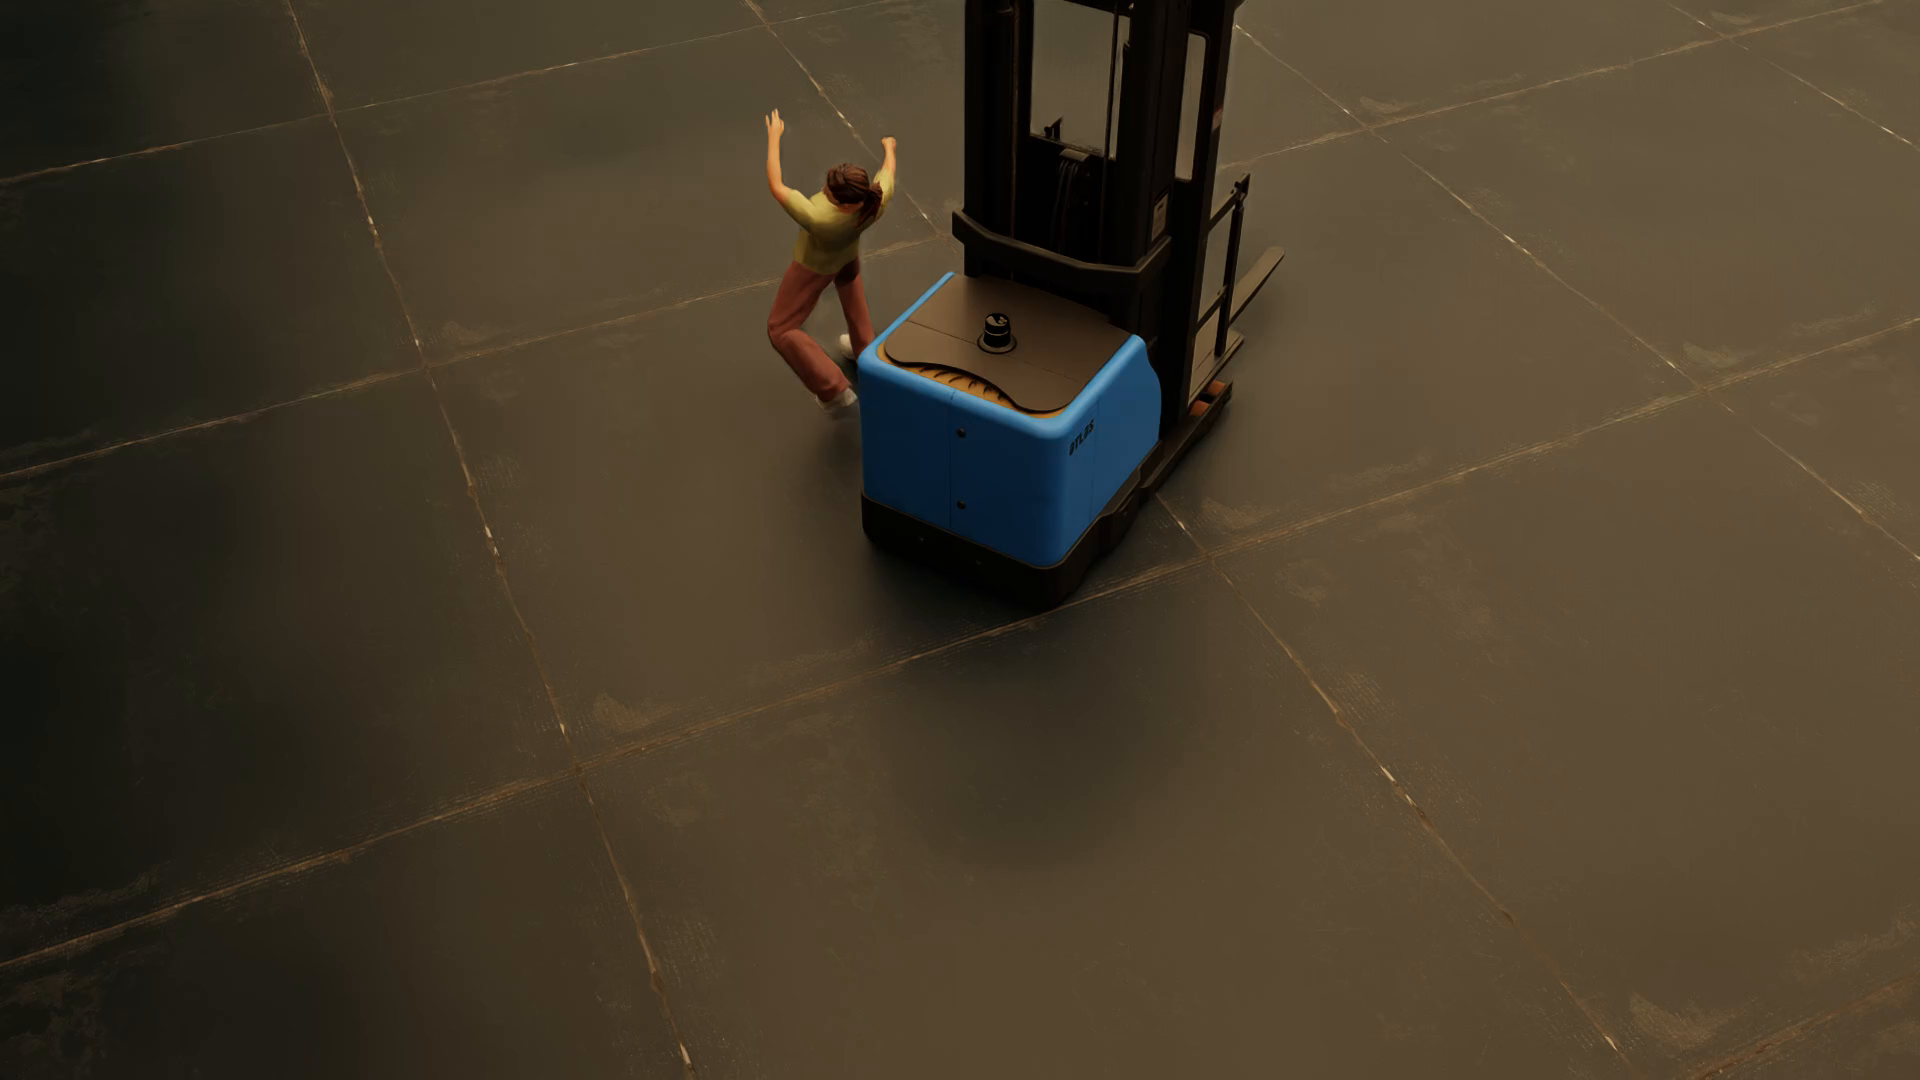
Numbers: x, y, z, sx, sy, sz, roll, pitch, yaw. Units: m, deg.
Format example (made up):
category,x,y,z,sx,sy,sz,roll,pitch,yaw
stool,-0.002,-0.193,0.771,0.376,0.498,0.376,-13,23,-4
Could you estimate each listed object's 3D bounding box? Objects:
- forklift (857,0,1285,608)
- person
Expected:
category,x,y,z,sx,sy,sz,roll,pitch,yaw
forklift,0.736,-1.759,7.565,1.130,2.935,3.031,22,47,22
person,-0.544,-1.455,8.286,0.666,1.452,1.010,26,49,25
